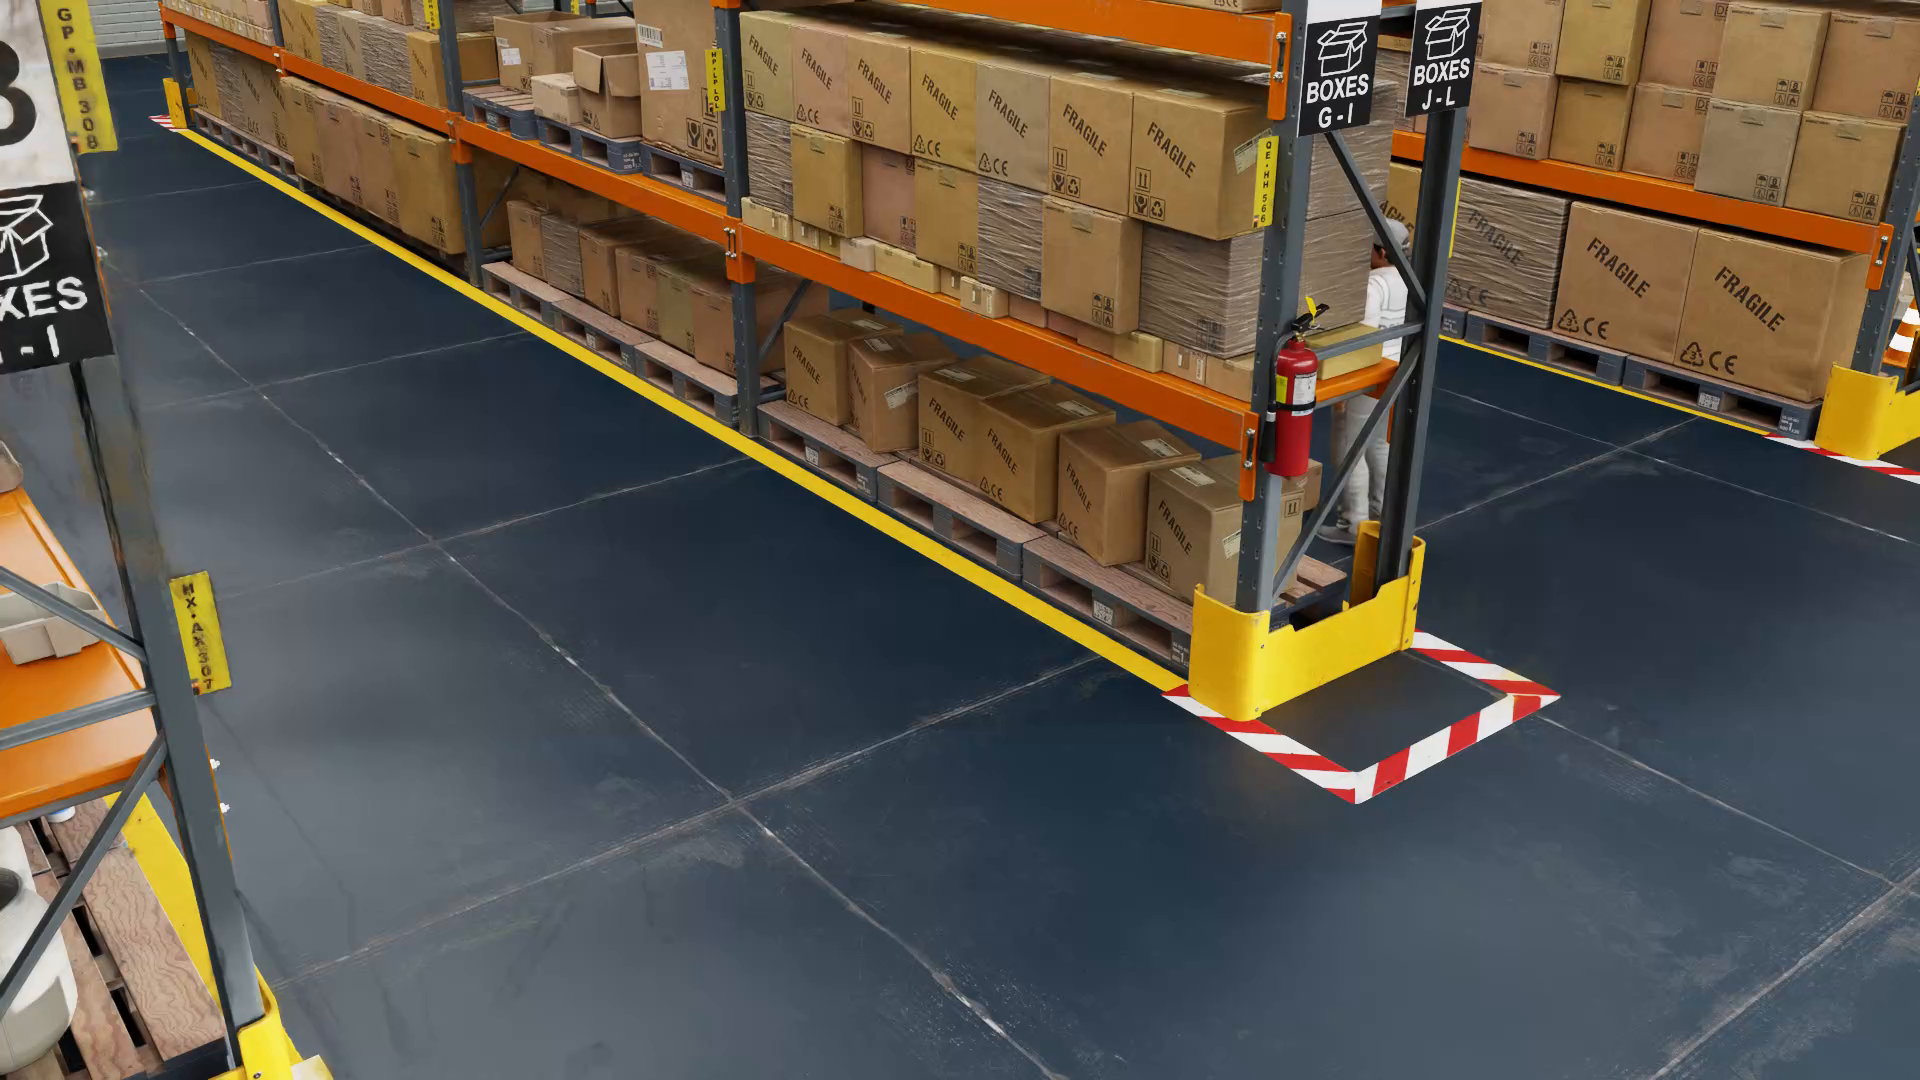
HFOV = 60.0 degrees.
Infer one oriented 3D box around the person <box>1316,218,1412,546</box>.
[{"bbox_3d":[2.046,-0.784,8.317,0.468,1.671,0.382,-19,31,-35],"label":"person"}]
